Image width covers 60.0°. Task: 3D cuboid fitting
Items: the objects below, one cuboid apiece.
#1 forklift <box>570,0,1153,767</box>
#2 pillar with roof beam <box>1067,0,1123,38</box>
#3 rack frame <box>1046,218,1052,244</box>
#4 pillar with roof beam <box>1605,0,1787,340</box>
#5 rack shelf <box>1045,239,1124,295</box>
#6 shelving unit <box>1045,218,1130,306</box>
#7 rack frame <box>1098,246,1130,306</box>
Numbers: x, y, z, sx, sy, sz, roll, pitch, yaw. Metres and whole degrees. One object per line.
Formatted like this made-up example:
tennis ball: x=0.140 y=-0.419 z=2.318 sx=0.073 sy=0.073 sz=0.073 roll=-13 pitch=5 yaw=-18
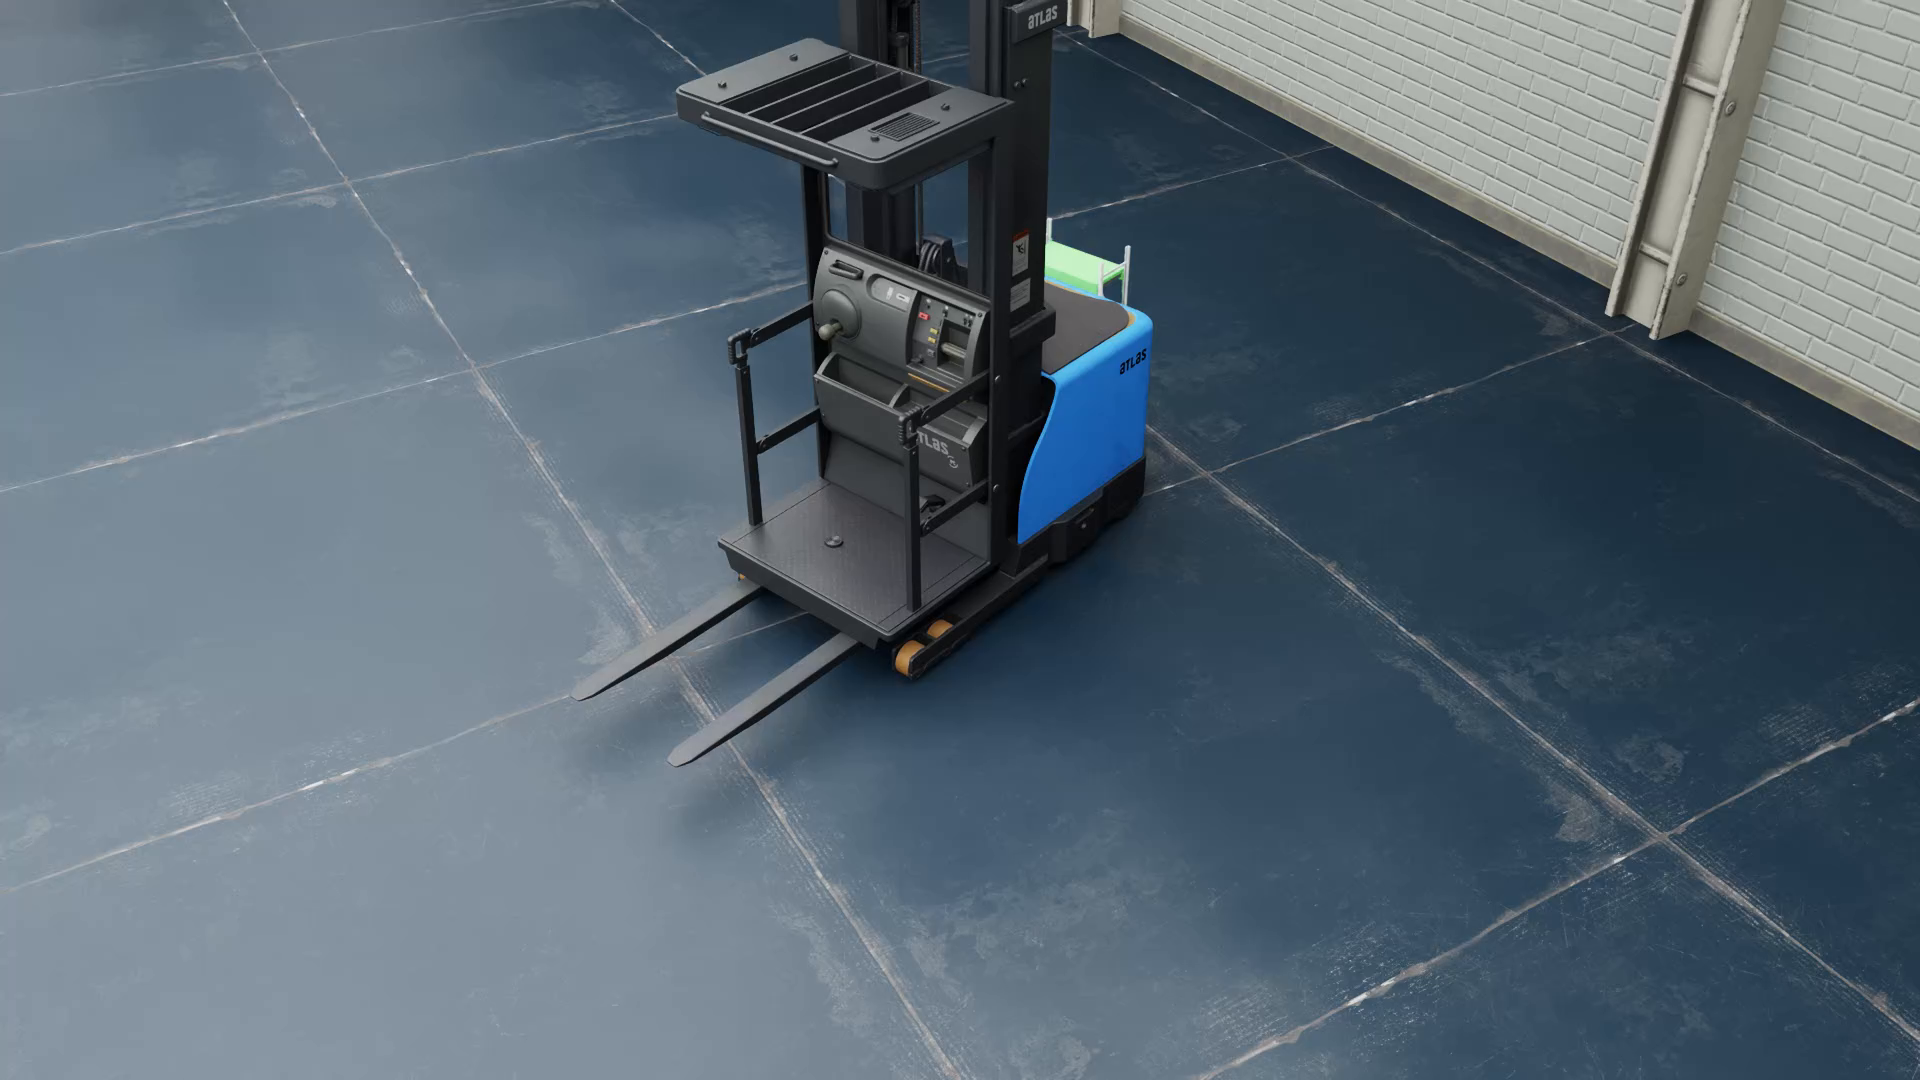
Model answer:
forklift: x=-0.404 y=-0.904 z=7.003 sx=1.130 sy=2.935 sz=3.031 roll=27 pitch=44 yaw=32
pillar with roof beam: x=-2.573 y=-6.749 z=9.861 sx=9.100 sy=9.000 sz=0.400 roll=-19 pitch=40 yaw=-24
rack frame: x=0.384 y=-1.095 z=8.733 sx=0.015 sy=1.200 sz=0.240 roll=26 pitch=44 yaw=31
pillar with roof beam: x=0.441 y=-3.689 z=5.671 sx=9.100 sy=9.000 sz=0.400 roll=-19 pitch=40 yaw=-24
rack shelf: x=0.571 y=-1.339 z=8.361 sx=0.480 sy=0.148 sz=0.258 roll=26 pitch=44 yaw=31
shelving unit: x=0.571 y=-1.003 z=8.606 sx=0.503 sy=1.200 sz=0.258 roll=26 pitch=44 yaw=31
rack frame: x=0.758 y=-0.911 z=8.479 sx=0.015 sy=1.200 sz=0.240 roll=26 pitch=44 yaw=31
